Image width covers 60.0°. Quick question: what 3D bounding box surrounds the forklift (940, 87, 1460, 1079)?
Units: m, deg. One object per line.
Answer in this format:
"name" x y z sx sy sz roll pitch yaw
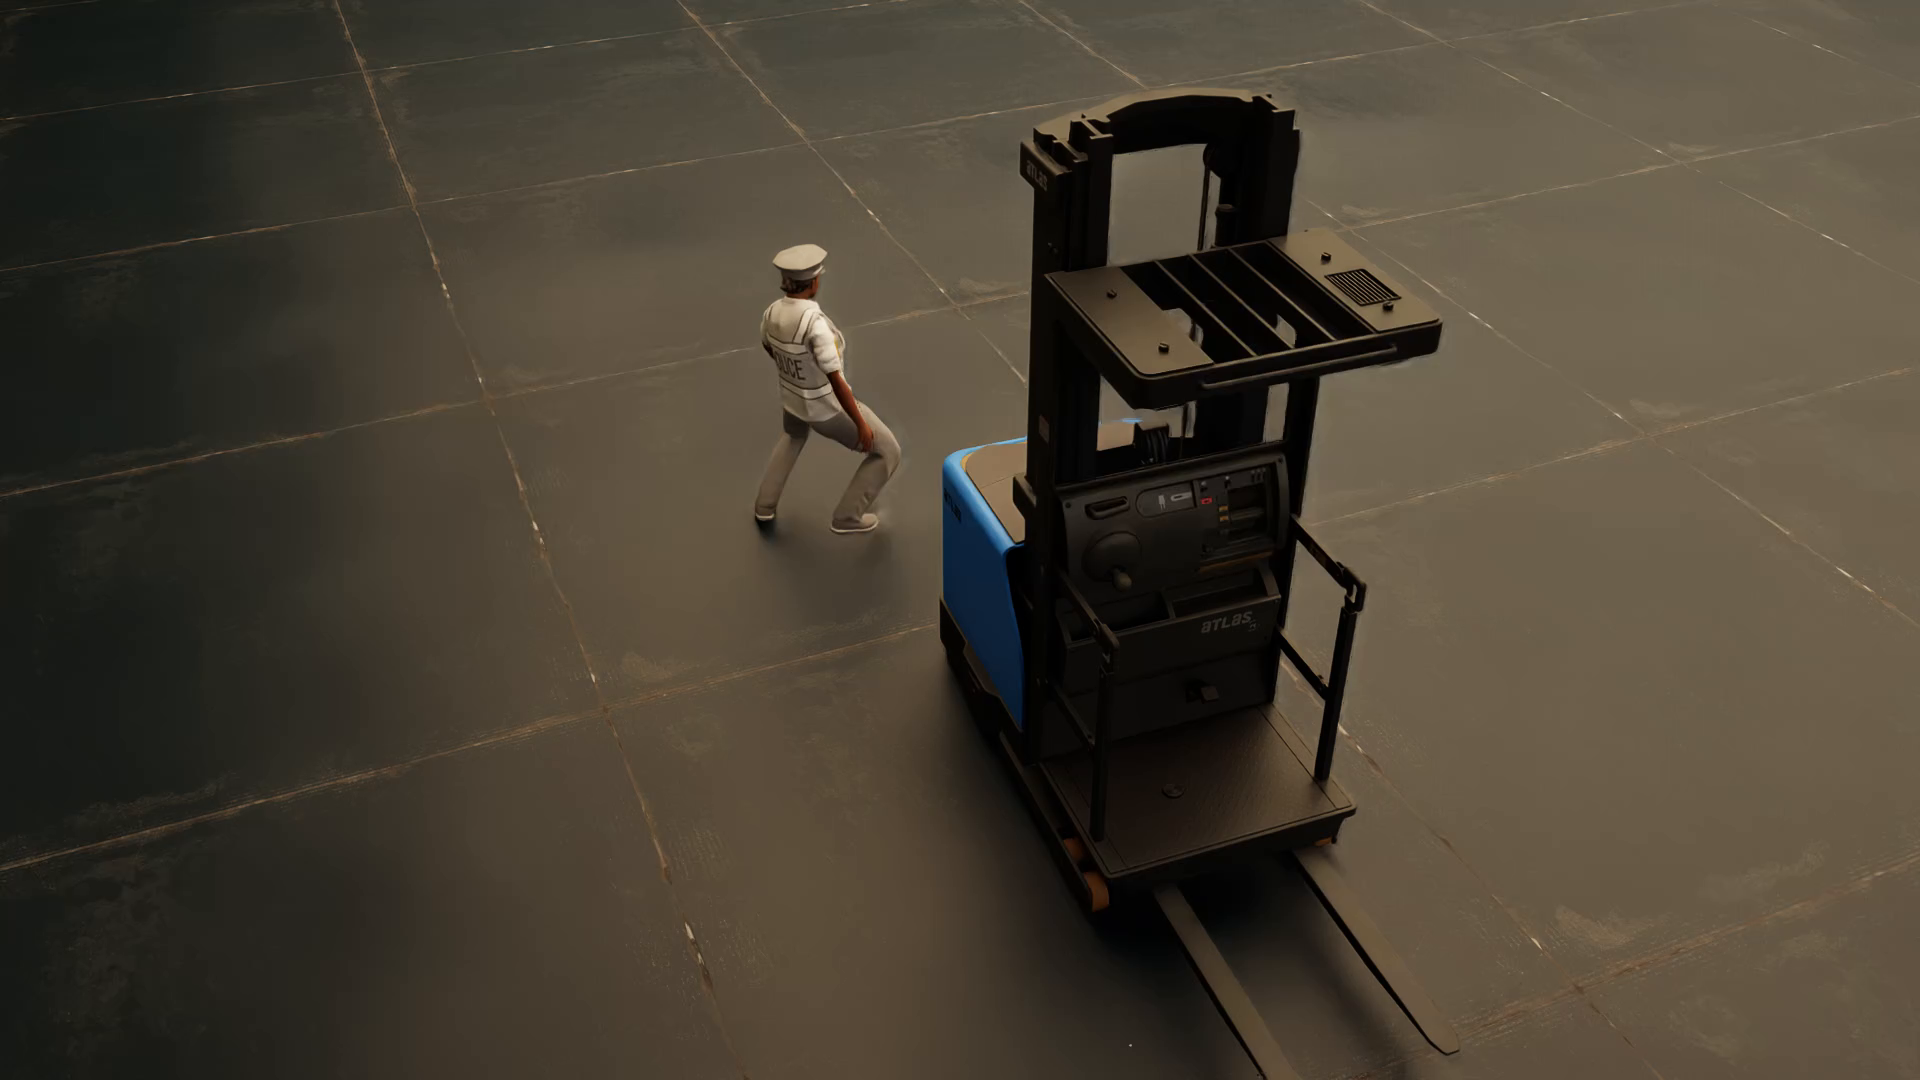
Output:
"forklift" 0.894 -0.001 6.100 1.130 2.935 3.031 -12 37 -16

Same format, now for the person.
"person" -0.712 -0.726 8.296 0.578 1.527 0.851 -27 43 -32
